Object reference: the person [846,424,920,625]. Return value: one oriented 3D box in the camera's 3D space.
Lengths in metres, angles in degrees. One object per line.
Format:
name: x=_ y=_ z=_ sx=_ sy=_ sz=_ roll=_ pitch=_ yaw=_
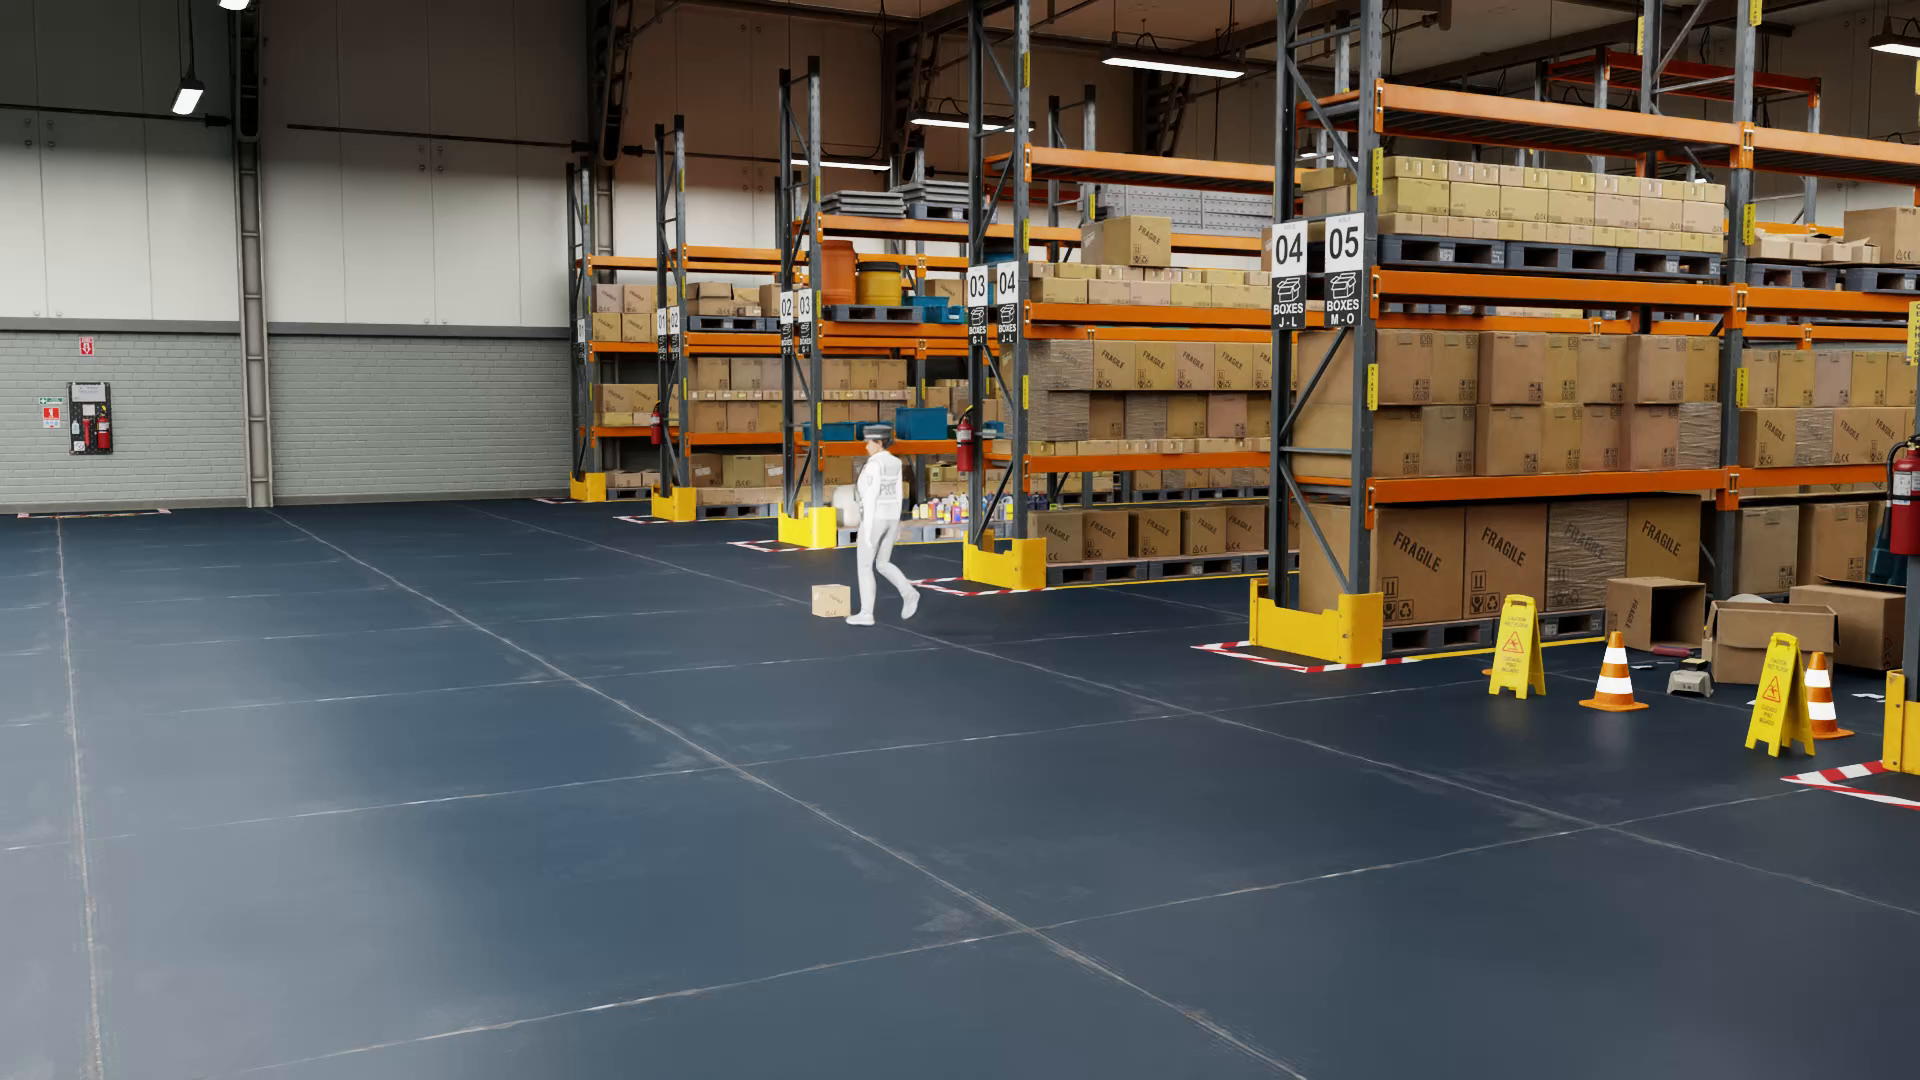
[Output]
person: x=-0.646 y=-0.121 z=13.698 sx=0.646 sy=1.659 sz=0.501 roll=4 pitch=6 yaw=34
